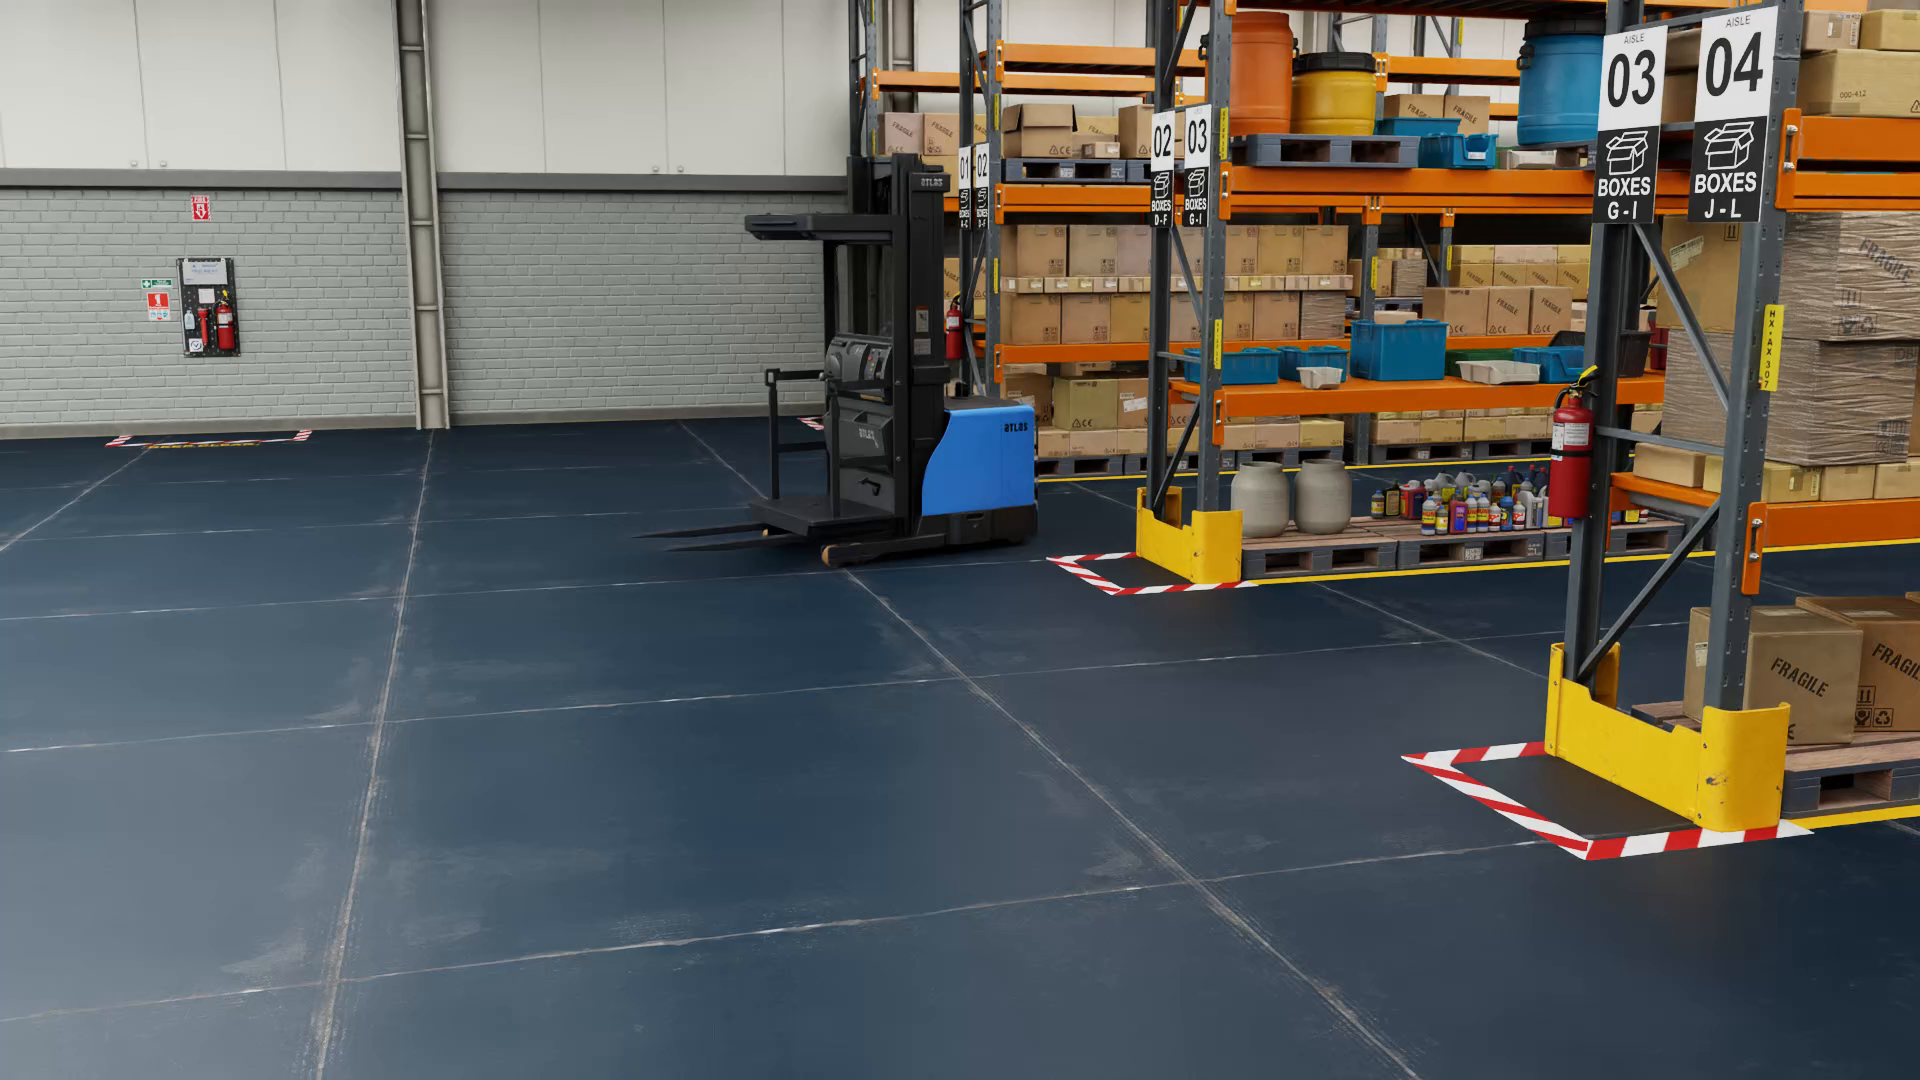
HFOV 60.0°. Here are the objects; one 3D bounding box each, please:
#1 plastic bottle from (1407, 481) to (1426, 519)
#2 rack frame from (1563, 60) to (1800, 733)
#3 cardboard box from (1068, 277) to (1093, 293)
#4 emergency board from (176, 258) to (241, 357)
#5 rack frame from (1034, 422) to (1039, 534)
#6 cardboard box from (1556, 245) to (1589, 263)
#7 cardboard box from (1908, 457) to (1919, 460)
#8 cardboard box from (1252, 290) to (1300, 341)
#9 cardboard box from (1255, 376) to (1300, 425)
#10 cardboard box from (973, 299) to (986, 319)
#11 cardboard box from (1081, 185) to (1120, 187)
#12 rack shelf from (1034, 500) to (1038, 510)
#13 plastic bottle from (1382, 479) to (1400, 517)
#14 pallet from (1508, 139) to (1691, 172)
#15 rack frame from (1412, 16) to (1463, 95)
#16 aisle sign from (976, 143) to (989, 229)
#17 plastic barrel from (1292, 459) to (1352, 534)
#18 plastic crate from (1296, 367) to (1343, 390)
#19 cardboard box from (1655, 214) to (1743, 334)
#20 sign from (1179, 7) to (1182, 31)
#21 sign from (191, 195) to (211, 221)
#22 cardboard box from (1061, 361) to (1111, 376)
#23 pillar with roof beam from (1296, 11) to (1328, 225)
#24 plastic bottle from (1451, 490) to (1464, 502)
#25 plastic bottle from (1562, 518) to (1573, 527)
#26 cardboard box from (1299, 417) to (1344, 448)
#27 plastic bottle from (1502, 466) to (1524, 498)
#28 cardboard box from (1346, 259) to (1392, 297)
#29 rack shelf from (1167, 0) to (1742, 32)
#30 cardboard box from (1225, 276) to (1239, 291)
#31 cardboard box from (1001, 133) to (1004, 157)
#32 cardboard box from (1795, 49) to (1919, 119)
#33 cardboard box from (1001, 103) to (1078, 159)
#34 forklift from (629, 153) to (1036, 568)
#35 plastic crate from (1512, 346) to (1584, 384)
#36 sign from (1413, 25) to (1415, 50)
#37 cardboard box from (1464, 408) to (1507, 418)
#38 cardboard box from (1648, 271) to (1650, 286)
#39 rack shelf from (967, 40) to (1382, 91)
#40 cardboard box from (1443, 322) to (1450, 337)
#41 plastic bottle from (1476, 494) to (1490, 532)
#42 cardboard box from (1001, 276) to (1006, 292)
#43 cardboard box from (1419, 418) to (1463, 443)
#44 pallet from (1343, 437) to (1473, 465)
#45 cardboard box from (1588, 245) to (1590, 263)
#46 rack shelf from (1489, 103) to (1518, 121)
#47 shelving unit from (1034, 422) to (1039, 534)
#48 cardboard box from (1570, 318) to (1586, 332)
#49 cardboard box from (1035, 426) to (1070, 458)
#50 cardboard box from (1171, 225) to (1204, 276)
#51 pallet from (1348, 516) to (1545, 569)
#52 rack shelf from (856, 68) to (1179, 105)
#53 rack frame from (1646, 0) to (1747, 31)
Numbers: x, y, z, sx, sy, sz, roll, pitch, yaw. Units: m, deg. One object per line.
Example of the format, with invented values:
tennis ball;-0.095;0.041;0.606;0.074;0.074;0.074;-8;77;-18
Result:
plastic bottle;3.491;-0.306;12.709;0.133;0.283;0.061;-3;11;-16
rack frame;2.955;-0.405;6.964;0.127;3.000;1.000;-3;11;-16
cardboard box;1.119;-2.505;16.298;0.250;0.149;0.380;-3;11;-16
emergency board;-8.913;-2.752;19.713;0.643;1.169;0.194;-3;11;-16
rack frame;0.555;-0.509;13.326;0.006;0.900;0.240;-6;12;-32
cardboard box;8.474;-4.026;23.407;0.500;0.250;0.500;-3;11;-17
cardboard box;4.019;-0.290;7.033;0.250;0.149;0.380;-3;11;-16
cardboard box;3.101;-2.328;17.131;0.500;0.500;0.700;-3;11;-17
cardboard box;3.163;-1.468;17.102;0.500;0.500;0.500;-3;11;-16
cardboard box;0.344;-2.948;21.133;0.500;0.250;0.500;-3;11;-17
cardboard box;1.737;-4.633;21.314;0.500;0.500;0.500;-4;11;-21
rack shelf;0.468;-0.289;13.311;0.200;0.077;0.258;-6;12;-32
plastic bottle;3.318;-0.325;12.815;0.133;0.283;0.061;-3;11;-15
pallet;4.745;-2.798;12.195;1.003;0.211;1.213;-3;11;-16
rack frame;6.482;-6.344;22.652;0.127;3.000;1.000;-3;11;-16
aisle sign;0.212;-3.350;15.777;0.004;0.787;0.394;-3;11;-16
plastic barrel;2.662;-0.321;12.219;0.421;0.512;0.421;0;10;0
plastic crate;2.519;-1.126;11.607;0.250;0.136;0.298;-3;11;-16
cardboard box;3.414;-1.163;7.222;0.500;0.500;0.500;-3;11;-16
sign;2.776;-6.545;20.943;0.005;0.325;0.100;-3;11;-16
sign;-8.948;-3.909;19.595;0.199;0.298;0.001;-3;11;-16
cardboard box;1.657;-2.119;21.959;0.500;0.500;0.500;-4;11;-20
pillar with roof beam;6.196;-5.680;19.046;0.400;9.000;9.100;-3;11;-16
plastic bottle;3.828;-0.281;12.802;0.097;0.201;0.097;0;10;0
plastic bottle;4.544;-0.241;12.361;0.133;0.283;0.061;-2;11;-12
cardboard box;3.646;-1.123;17.296;0.500;0.250;0.500;-3;11;-16
plastic bottle;4.339;-0.404;13.059;0.185;0.351;0.144;-4;11;-18
cardboard box;5.505;-3.601;22.828;0.500;0.500;0.700;-4;11;-21
rack shelf;3.491;-3.768;11.749;4.000;0.370;1.077;-3;11;-16
cardboard box;2.609;-2.583;16.726;0.250;0.149;0.380;-3;11;-14
cardboard box;0.627;-5.157;21.394;0.500;0.500;0.500;-3;11;-16
cardboard box;3.489;-1.786;6.594;0.500;0.250;0.500;-3;11;-14
cardboard box;0.742;-3.957;16.142;0.637;0.503;0.797;-2;11;-12
forklift;-0.932;-1.349;12.280;3.031;2.935;1.130;-6;12;-32
plastic crate;4.424;-1.293;12.193;0.616;0.251;0.499;-3;11;-16
sign;6.324;-6.977;23.076;0.005;0.325;0.100;-3;11;-16
cardboard box;5.475;-1.489;17.733;0.500;0.311;0.500;-3;11;-18
cardboard box;9.463;-3.707;23.742;0.500;0.500;0.500;-3;11;-15
rack shelf;2.110;-4.629;16.427;4.000;0.370;1.077;-3;11;-16
cardboard box;4.938;-2.216;17.492;0.250;0.149;0.380;-3;11;-16
plastic bottle;3.823;-0.201;12.174;0.097;0.271;0.097;0;10;0
cardboard box;0.503;-2.548;16.536;0.250;0.149;0.380;-3;11;-17
cardboard box;4.978;-1.187;17.646;0.500;0.250;0.500;-3;11;-15
pallet;4.727;-1.003;17.911;1.213;0.211;1.003;-3;11;-16
cardboard box;8.963;-4.052;23.547;0.500;0.250;0.500;-3;11;-15
rack shelf;8.403;-5.895;23.303;4.000;0.370;1.077;-3;11;-16
shelving unit;0.468;-0.499;13.273;0.210;0.900;0.258;-6;12;-32
cardboard box;6.662;-2.335;18.137;0.250;0.149;0.380;-2;11;-12
cardboard box;0.767;-0.970;16.468;0.500;0.250;0.500;-3;11;-16
cardboard box;2.160;-2.918;16.750;0.500;0.500;0.700;-3;11;-16
pallet;3.581;-0.008;12.509;1.213;0.211;1.003;-3;11;-16
rack shelf;0.722;-5.685;21.068;4.000;0.370;1.077;-3;11;-16
rack frame;5.411;-4.419;12.197;0.127;3.000;1.000;-3;11;-16
